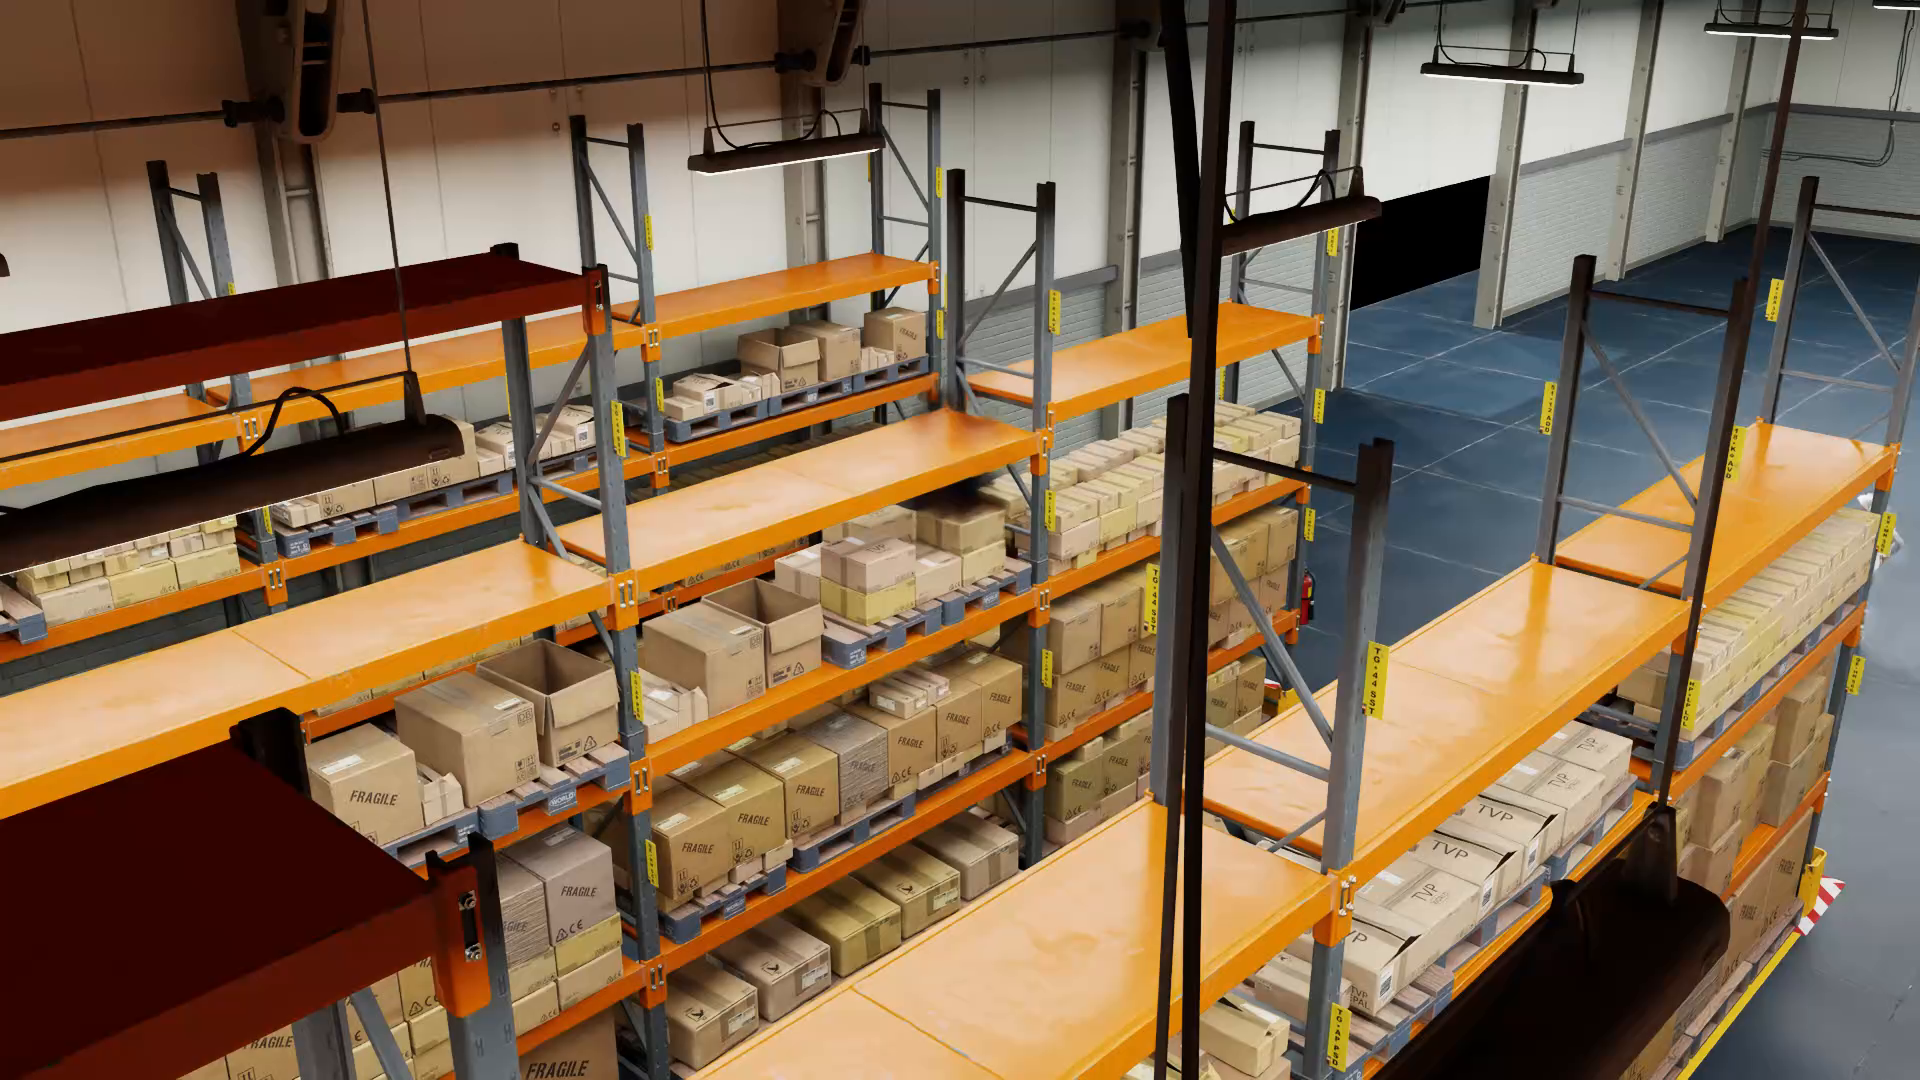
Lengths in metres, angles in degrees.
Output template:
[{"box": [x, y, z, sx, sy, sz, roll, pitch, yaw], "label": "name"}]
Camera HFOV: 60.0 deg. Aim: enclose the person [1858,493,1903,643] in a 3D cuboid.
[{"box": [10.173, 0.276, 18.874, 0.632, 1.756, 0.683, -5, 22, -14], "label": "person"}]
